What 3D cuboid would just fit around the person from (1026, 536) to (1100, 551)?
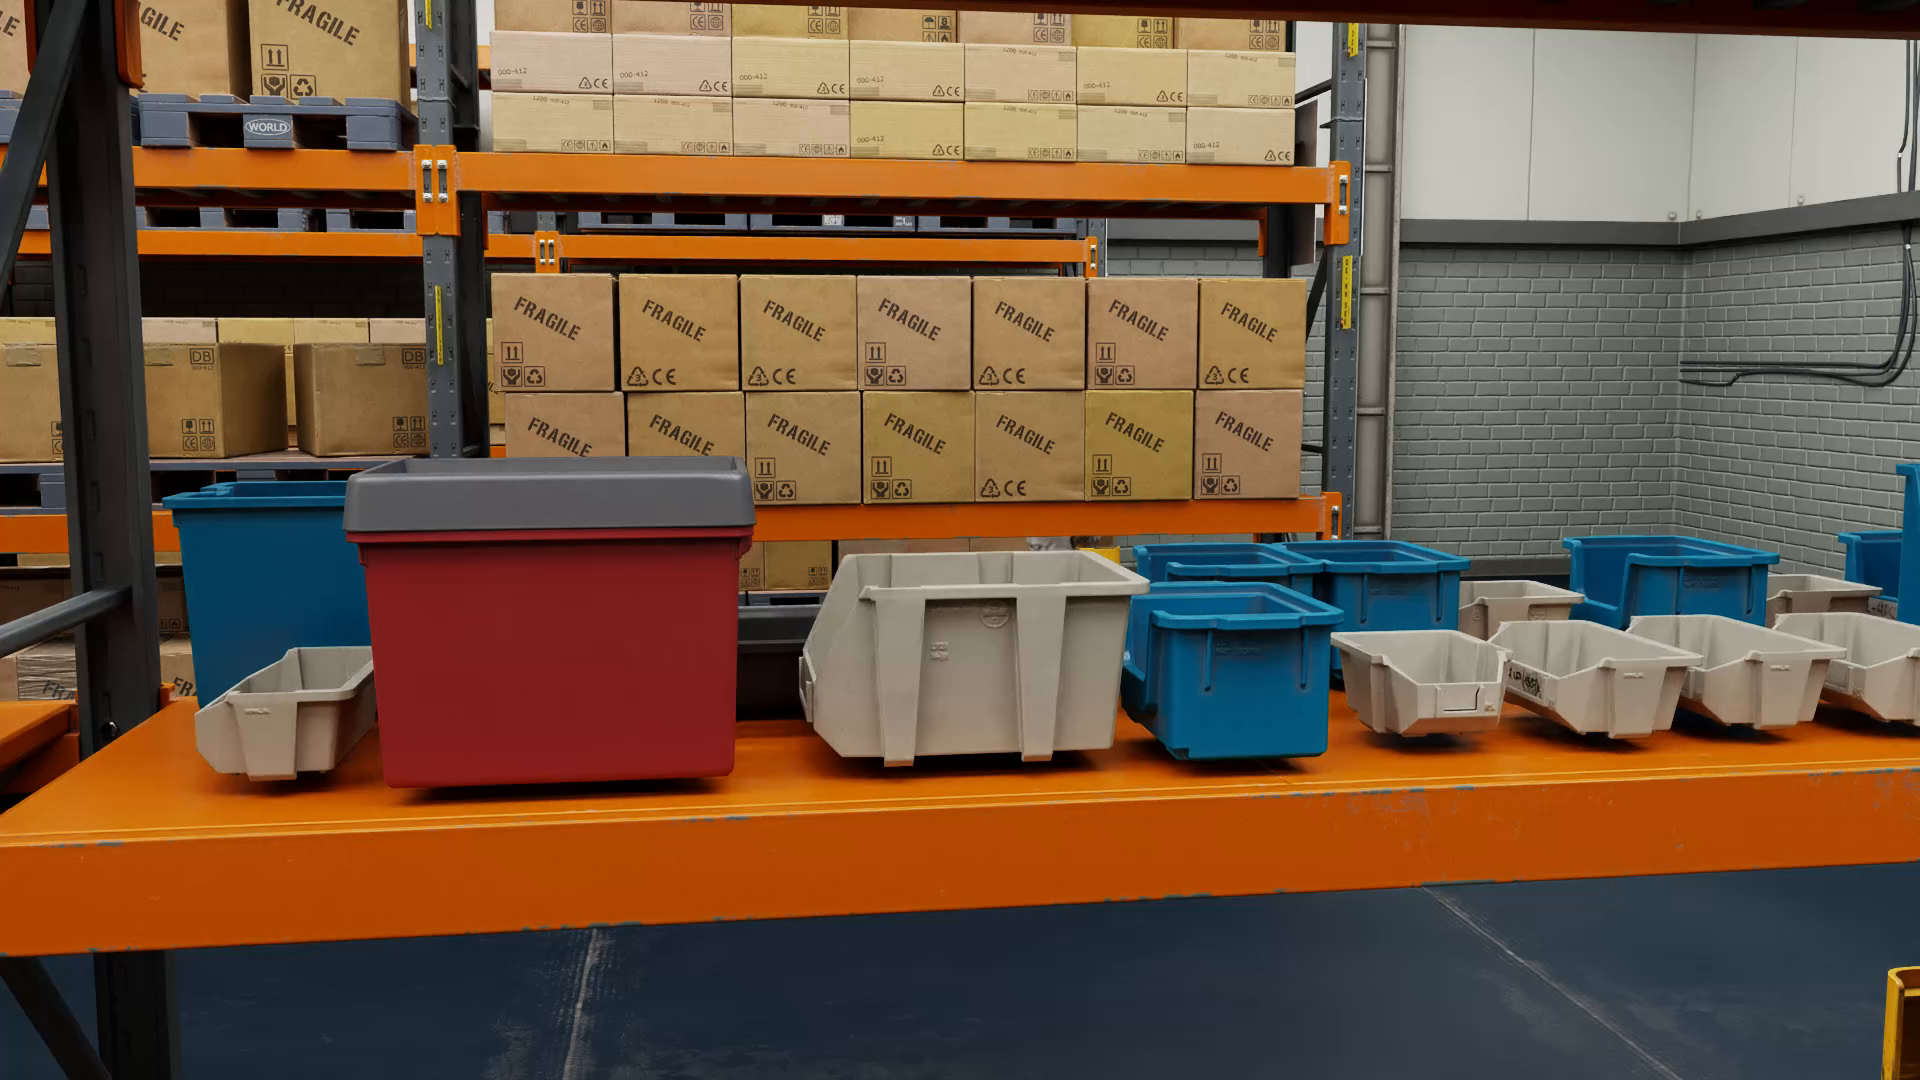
[{"bbox_3d":[0.604,-0.076,10.263,0.498,1.794,0.529,-1,6,-9],"label":"person"}]
